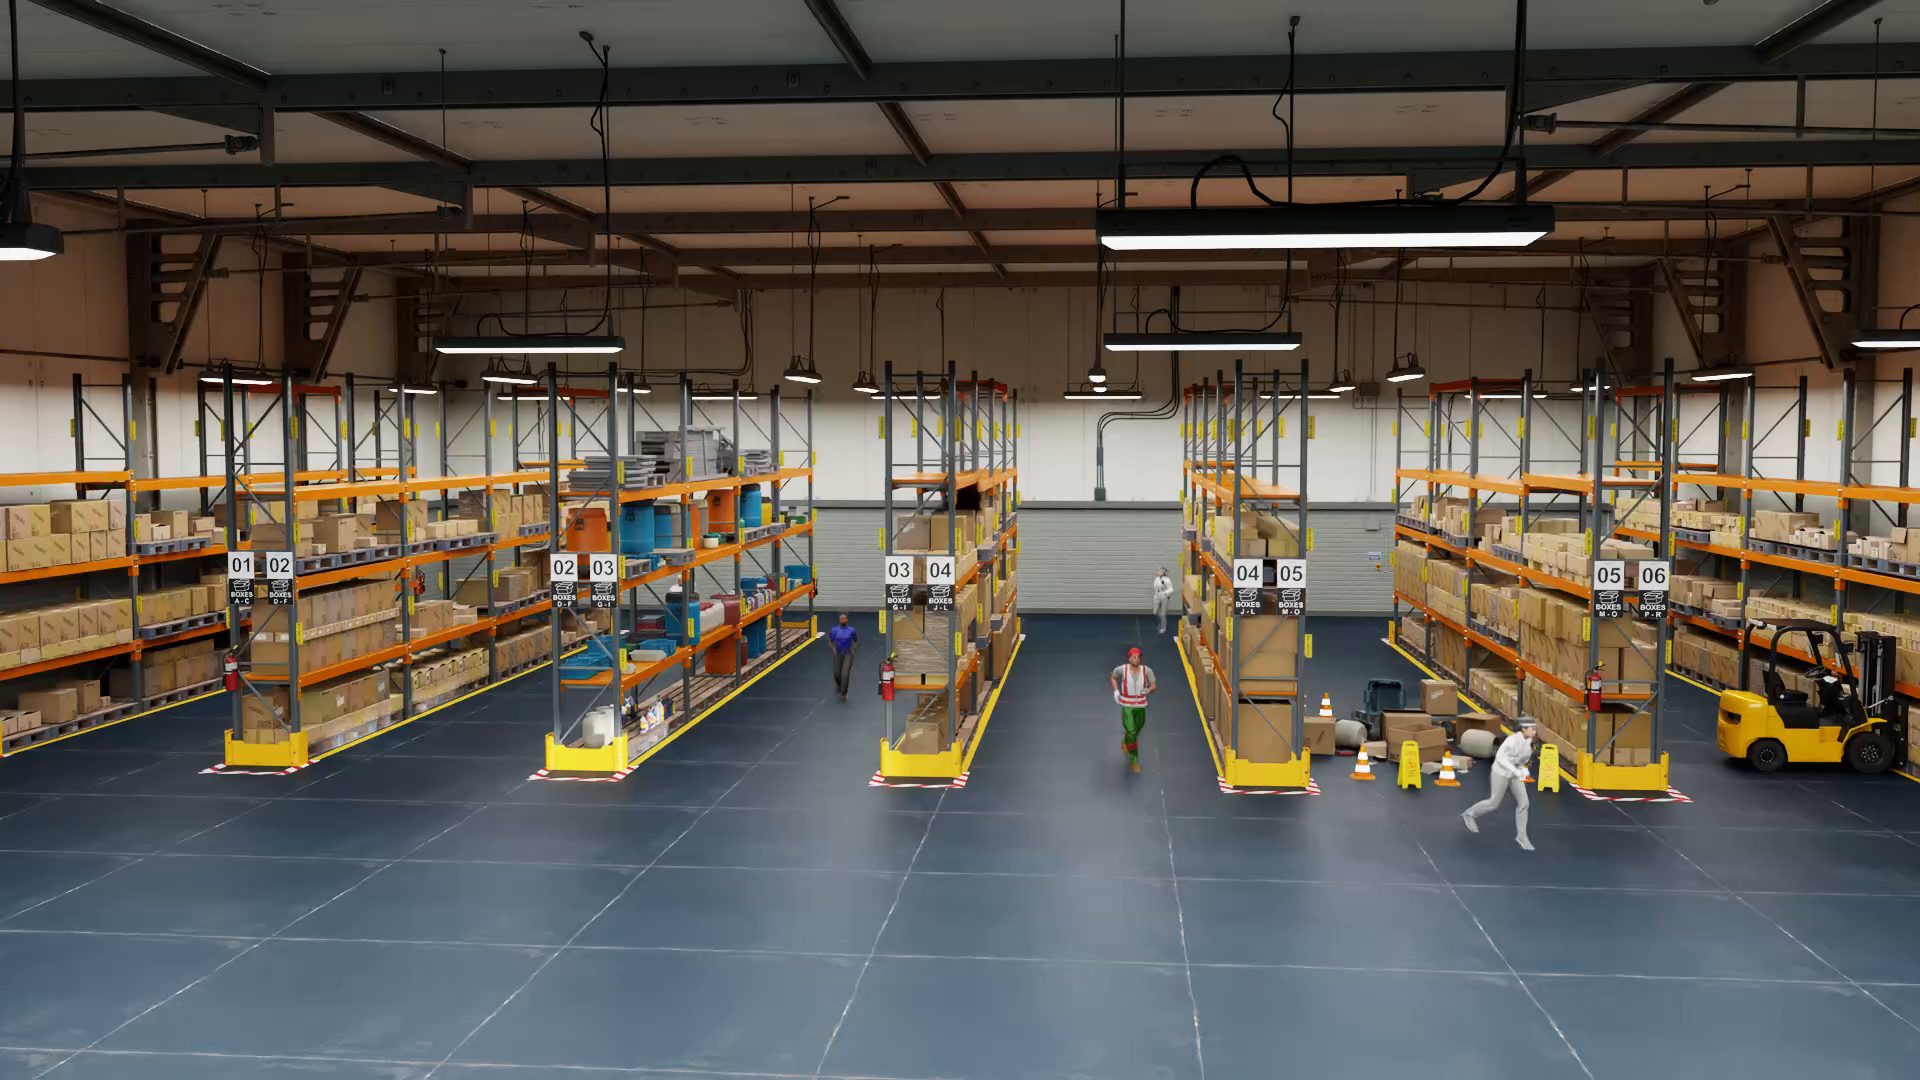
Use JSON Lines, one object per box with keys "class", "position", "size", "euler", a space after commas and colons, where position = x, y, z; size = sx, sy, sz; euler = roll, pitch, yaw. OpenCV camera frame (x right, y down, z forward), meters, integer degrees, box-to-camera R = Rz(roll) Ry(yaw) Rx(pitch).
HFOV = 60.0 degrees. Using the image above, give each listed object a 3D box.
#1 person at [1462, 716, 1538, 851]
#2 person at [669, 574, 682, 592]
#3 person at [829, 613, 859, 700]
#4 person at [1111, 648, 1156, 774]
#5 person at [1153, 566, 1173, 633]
{"class": "person", "position": [6.568, 2.899, 20.191], "size": [0.654, 1.628, 0.978], "euler": [-4, 5, -44]}
{"class": "person", "position": [-6.459, 1.618, 38.486], "size": [0.599, 1.669, 0.933], "euler": [0, 4, -6]}
{"class": "person", "position": [-2.175, 2.167, 30.961], "size": [0.543, 1.598, 0.589], "euler": [0, 4, -4]}
{"class": "person", "position": [2.586, 2.501, 24.747], "size": [0.595, 1.840, 1.064], "euler": [-1, 4, -13]}
{"class": "person", "position": [4.959, 1.472, 41.044], "size": [0.599, 1.666, 0.543], "euler": [3, 5, 39]}
